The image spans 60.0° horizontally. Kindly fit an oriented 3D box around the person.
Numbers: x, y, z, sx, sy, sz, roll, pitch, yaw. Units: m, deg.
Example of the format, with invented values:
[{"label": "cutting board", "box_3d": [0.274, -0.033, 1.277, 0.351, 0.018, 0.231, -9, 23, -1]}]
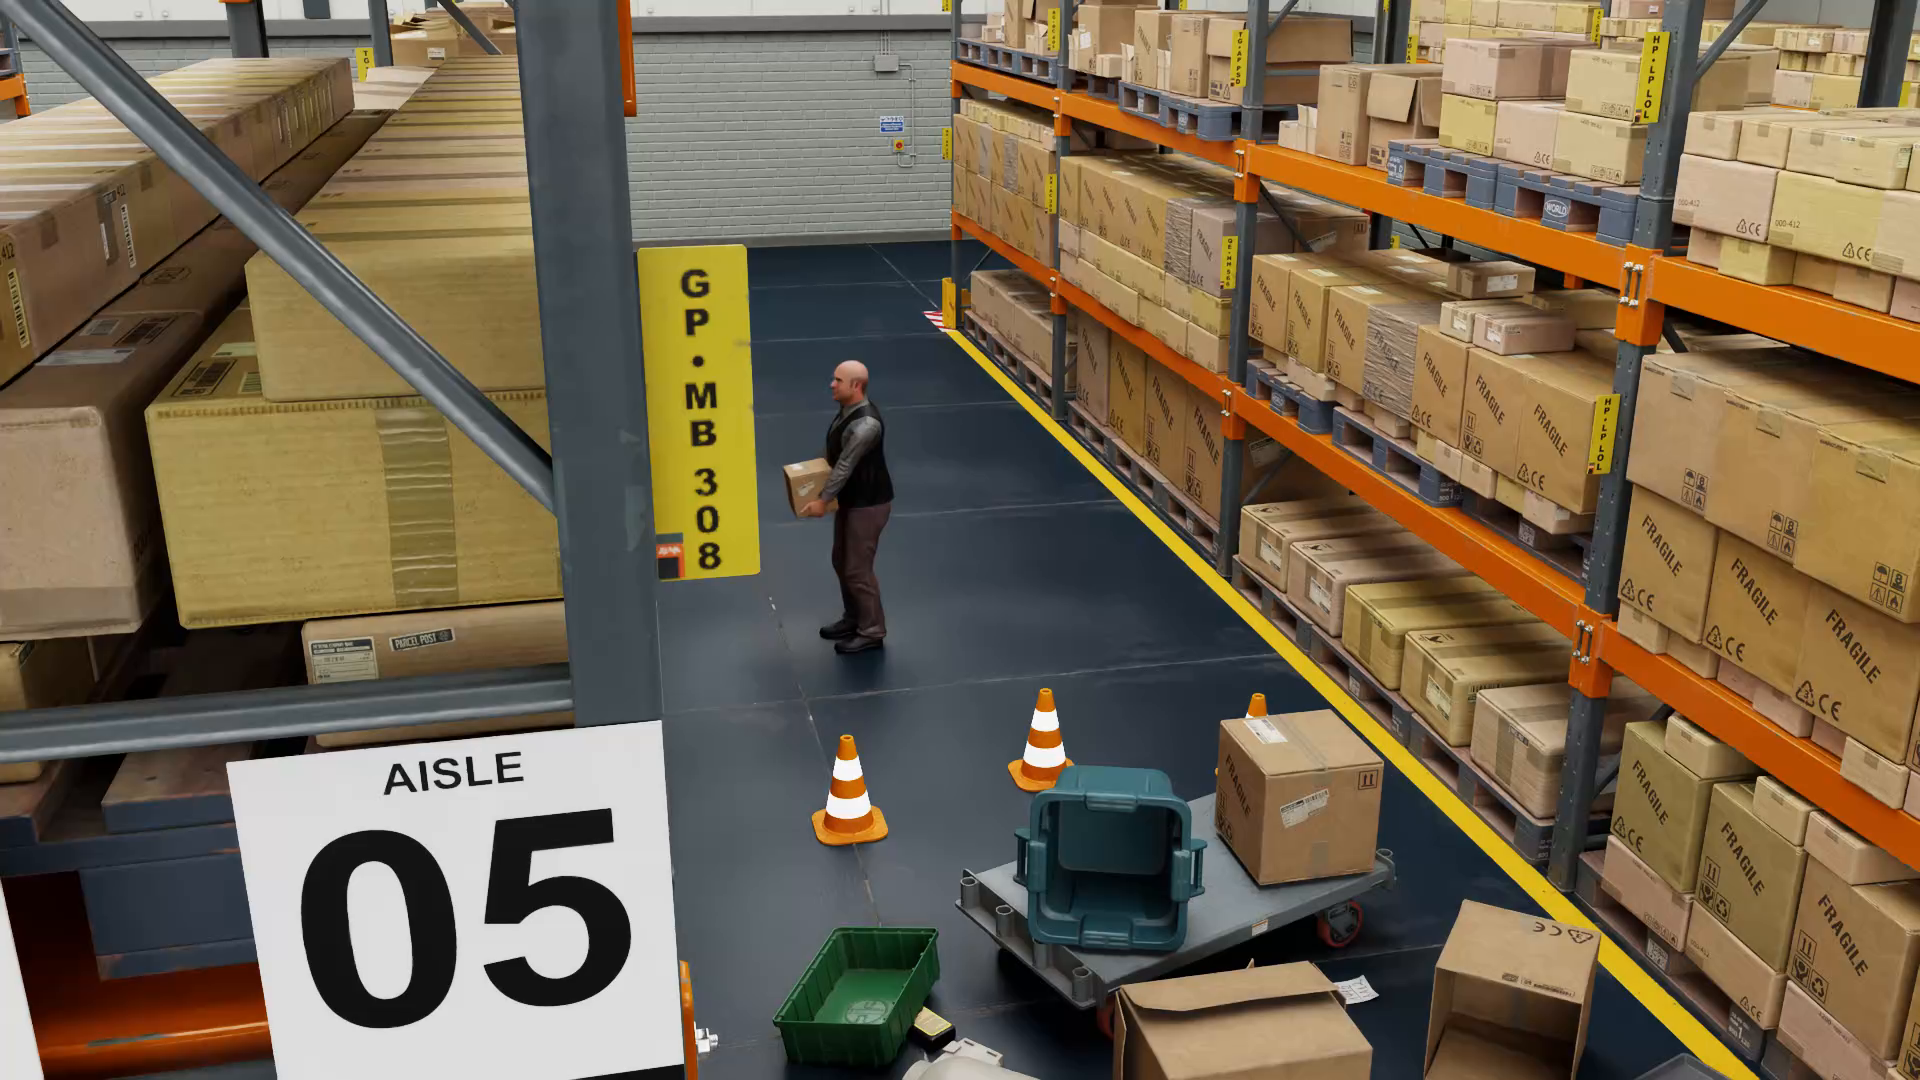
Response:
[{"label": "person", "box_3d": [-0.670, -0.197, 9.674, 0.558, 1.720, 0.494, -5, 20, -13]}]
